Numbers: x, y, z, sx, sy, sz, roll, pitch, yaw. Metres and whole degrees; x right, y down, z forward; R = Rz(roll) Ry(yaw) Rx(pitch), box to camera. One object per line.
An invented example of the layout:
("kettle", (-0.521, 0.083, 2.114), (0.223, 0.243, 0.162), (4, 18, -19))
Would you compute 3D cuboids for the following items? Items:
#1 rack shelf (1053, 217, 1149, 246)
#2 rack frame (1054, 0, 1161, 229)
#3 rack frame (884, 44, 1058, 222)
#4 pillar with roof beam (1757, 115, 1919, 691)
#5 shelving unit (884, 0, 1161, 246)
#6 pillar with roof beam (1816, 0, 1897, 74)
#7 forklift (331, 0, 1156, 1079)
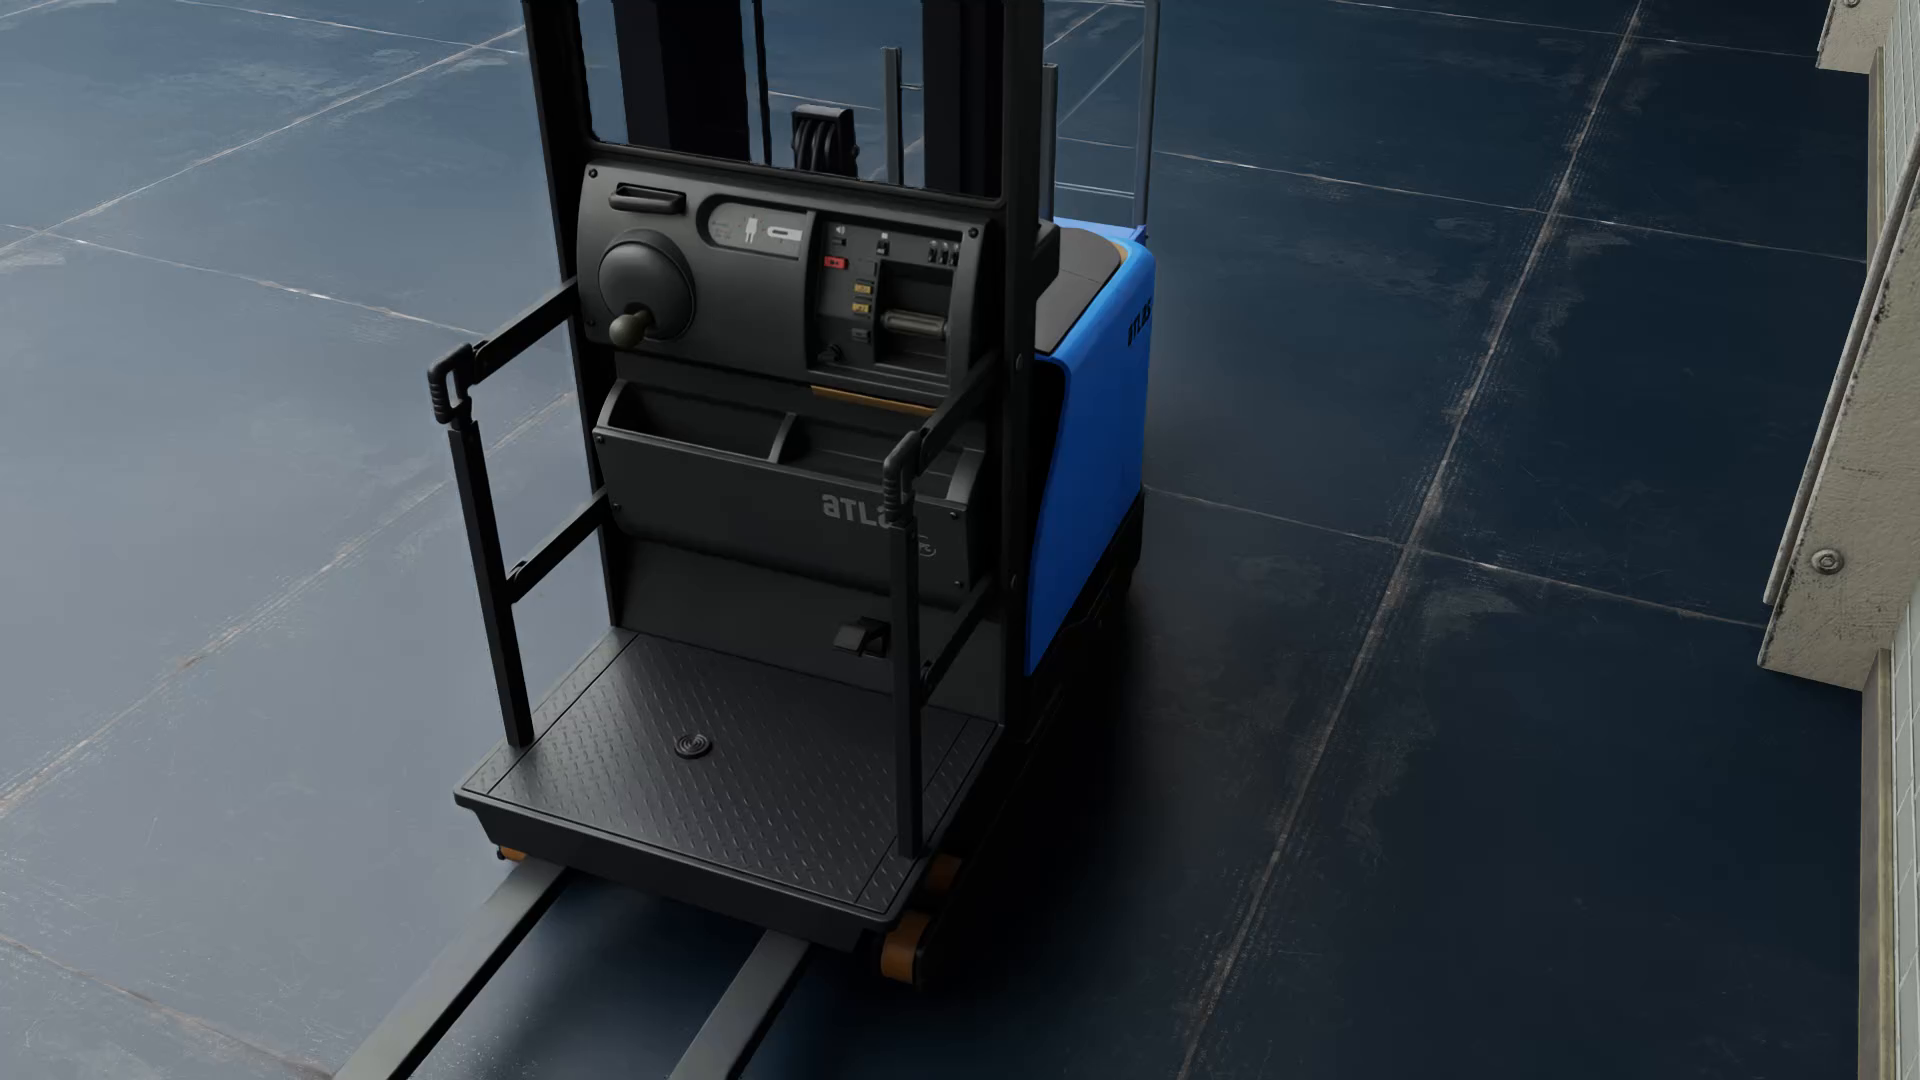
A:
("rack shelf", (0.215, -0.800, 5.430), (0.538, 0.185, 1.000), (12, 35, 18))
("rack frame", (0.403, -1.209, 5.726), (0.500, 1.500, 0.032), (12, 35, 18))
("rack frame", (0.026, -0.691, 4.936), (0.500, 1.500, 0.032), (12, 35, 18))
("pillar with roof beam", (-1.431, -4.457, 3.841), (9.100, 9.000, 0.400), (14, 36, 20))
("shelving unit", (0.215, -0.950, 5.331), (0.538, 1.500, 1.048), (12, 35, 18))
("pillar with roof beam", (1.079, -7.445, 8.398), (9.100, 9.000, 0.400), (14, 36, 20))
("forklift", (-0.469, -0.494, 3.330), (1.130, 2.935, 3.031), (12, 35, 18))
